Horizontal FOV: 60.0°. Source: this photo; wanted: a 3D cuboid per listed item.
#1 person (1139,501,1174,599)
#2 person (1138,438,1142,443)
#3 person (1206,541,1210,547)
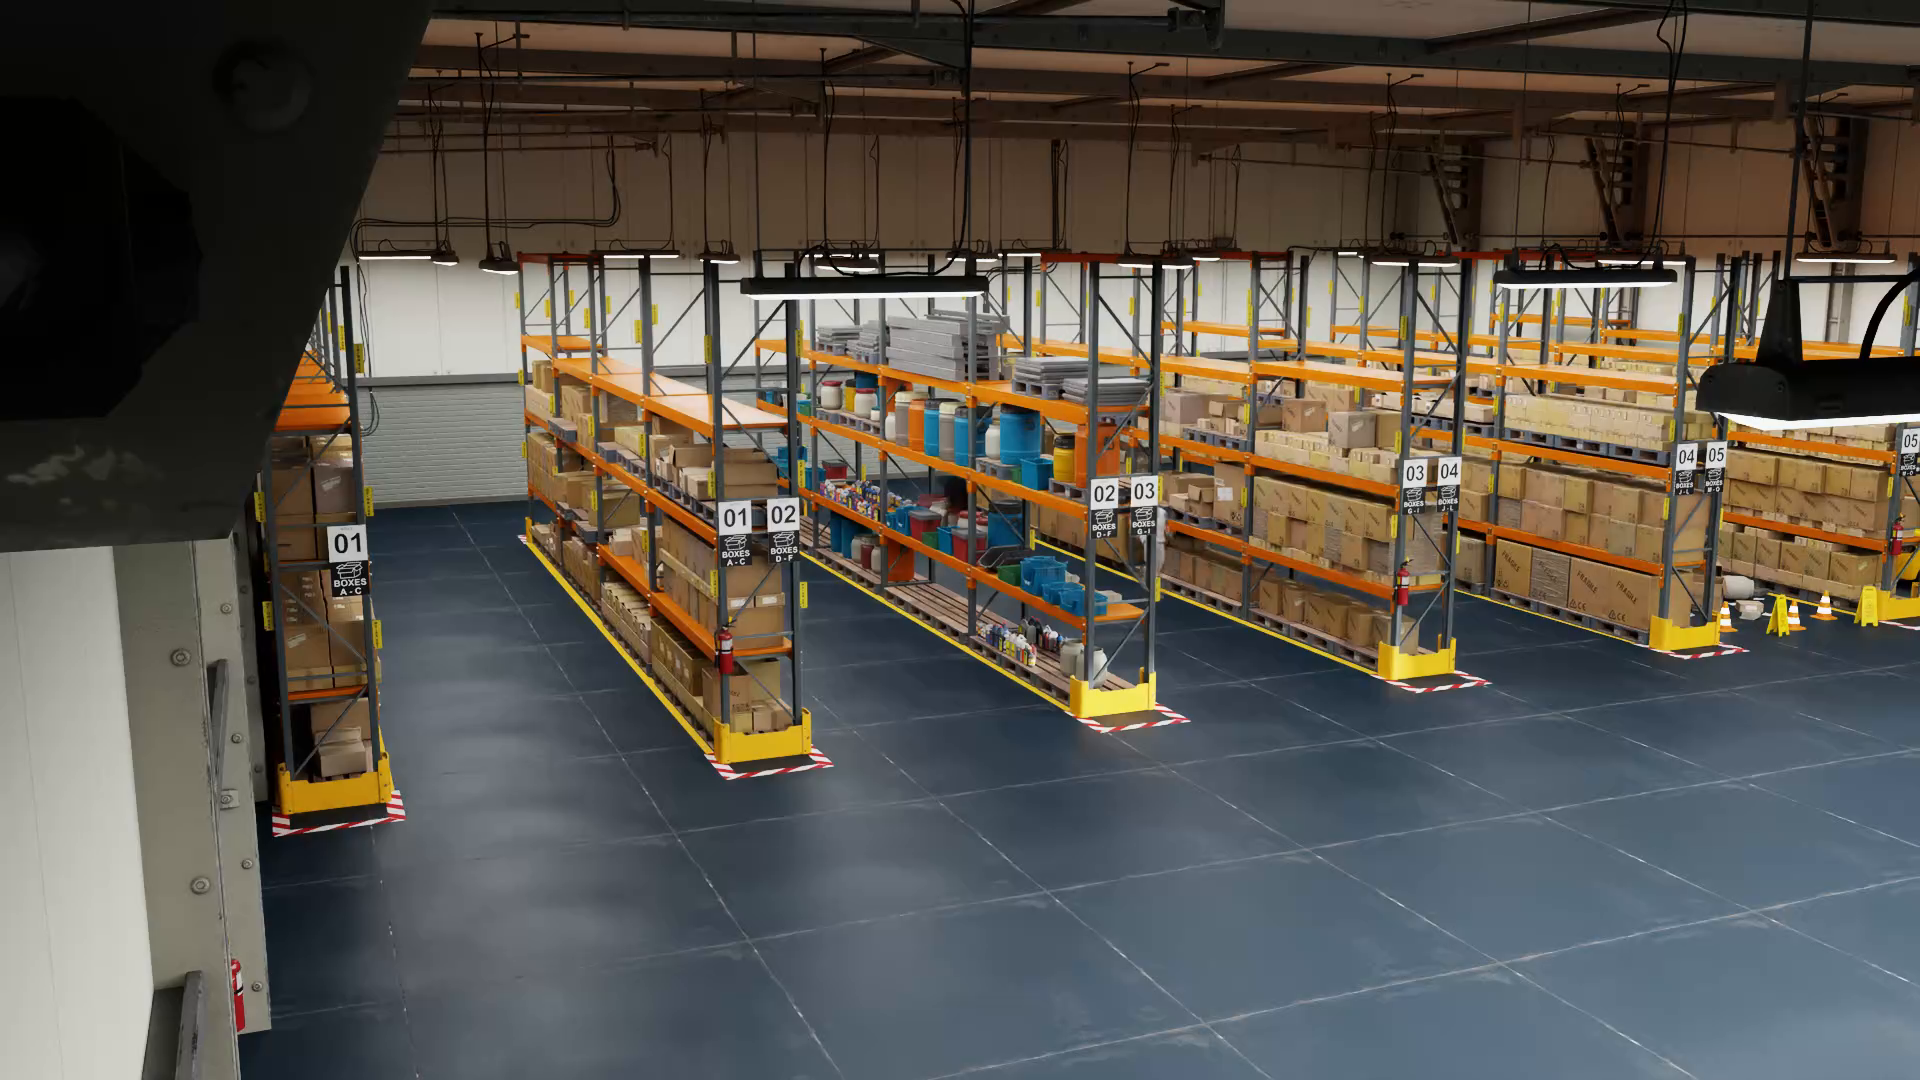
[{"bbox_3d":[3.251,0.059,28.245,0.649,1.788,0.845,-4,11,-21],"label":"person"},{"bbox_3d":[4.066,-1.529,38.615,0.706,1.737,0.582,-3,11,-14],"label":"person"},{"bbox_3d":[4.748,-0.462,32.981,0.582,1.736,0.765,-3,11,-17],"label":"person"}]
